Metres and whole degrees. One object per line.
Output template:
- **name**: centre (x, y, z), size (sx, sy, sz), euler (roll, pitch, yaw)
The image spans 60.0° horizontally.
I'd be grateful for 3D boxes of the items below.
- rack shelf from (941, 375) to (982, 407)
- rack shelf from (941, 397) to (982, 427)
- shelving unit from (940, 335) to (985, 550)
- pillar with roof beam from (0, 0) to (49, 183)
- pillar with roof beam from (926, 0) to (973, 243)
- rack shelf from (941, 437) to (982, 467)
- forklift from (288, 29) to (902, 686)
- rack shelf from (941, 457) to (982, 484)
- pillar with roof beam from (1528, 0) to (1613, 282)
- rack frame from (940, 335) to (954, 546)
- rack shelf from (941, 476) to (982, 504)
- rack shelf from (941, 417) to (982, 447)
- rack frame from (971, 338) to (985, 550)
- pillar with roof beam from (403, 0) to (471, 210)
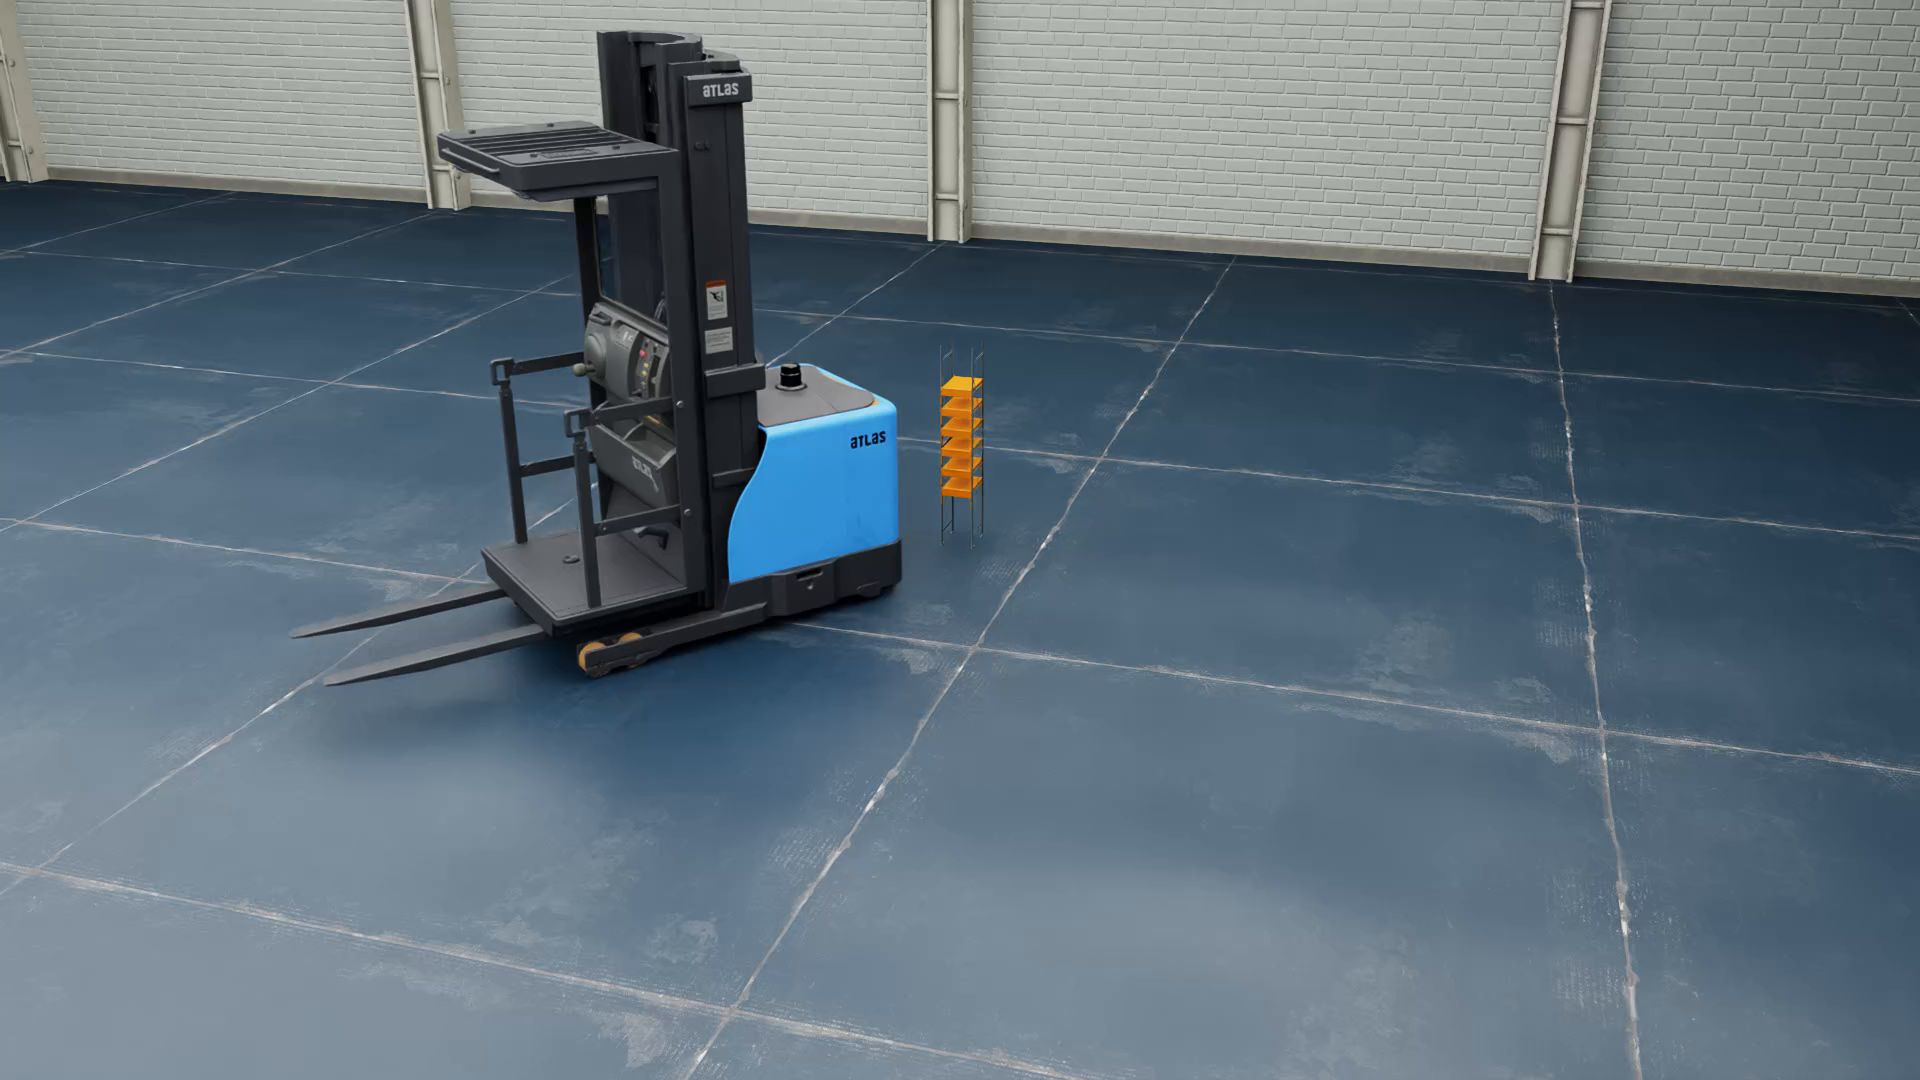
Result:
- **rack shelf**: centre (0.014, -0.845, 9.419), size (0.180, 0.103, 0.258), euler (7, 23, 16)
- **rack shelf**: centre (0.014, -0.734, 9.464), size (0.180, 0.103, 0.258), euler (7, 23, 16)
- **shelving unit**: centre (0.014, -0.554, 9.538), size (0.189, 1.200, 0.258), euler (7, 23, 16)
- **pillar with roof beam**: centre (-12.839, -7.083, 15.179), size (0.400, 9.000, 9.100), euler (7, 23, 16)
- **pillar with roof beam**: centre (-1.350, -5.767, 11.972), size (0.400, 9.000, 9.100), euler (7, 23, 16)
- **rack shelf**: centre (0.014, -0.512, 9.555), size (0.180, 0.103, 0.258), euler (7, 23, 16)
- **forklift**: centre (-1.824, -0.914, 8.136), size (3.031, 2.935, 1.130), euler (-14, 26, -31)
- **rack shelf**: centre (0.014, -0.401, 9.601), size (0.180, 0.103, 0.258), euler (7, 23, 16)
- **pillar with roof beam**: centre (4.394, -5.109, 10.369), size (0.400, 9.000, 9.100), euler (7, 23, 16)
- **rack frame**: centre (-0.074, -0.564, 9.563), size (0.006, 1.200, 0.240), euler (7, 23, 16)
- **rack shelf**: centre (0.014, -0.290, 9.646), size (0.180, 0.103, 0.258), euler (7, 23, 16)
- **rack shelf**: centre (0.014, -0.623, 9.510), size (0.180, 0.103, 0.258), euler (7, 23, 16)
- **rack frame**: centre (0.101, -0.544, 9.514), size (0.006, 1.200, 0.240), euler (7, 23, 16)
- **pillar with roof beam**: centre (-7.095, -6.425, 13.576), size (0.400, 9.000, 9.100), euler (7, 23, 16)
